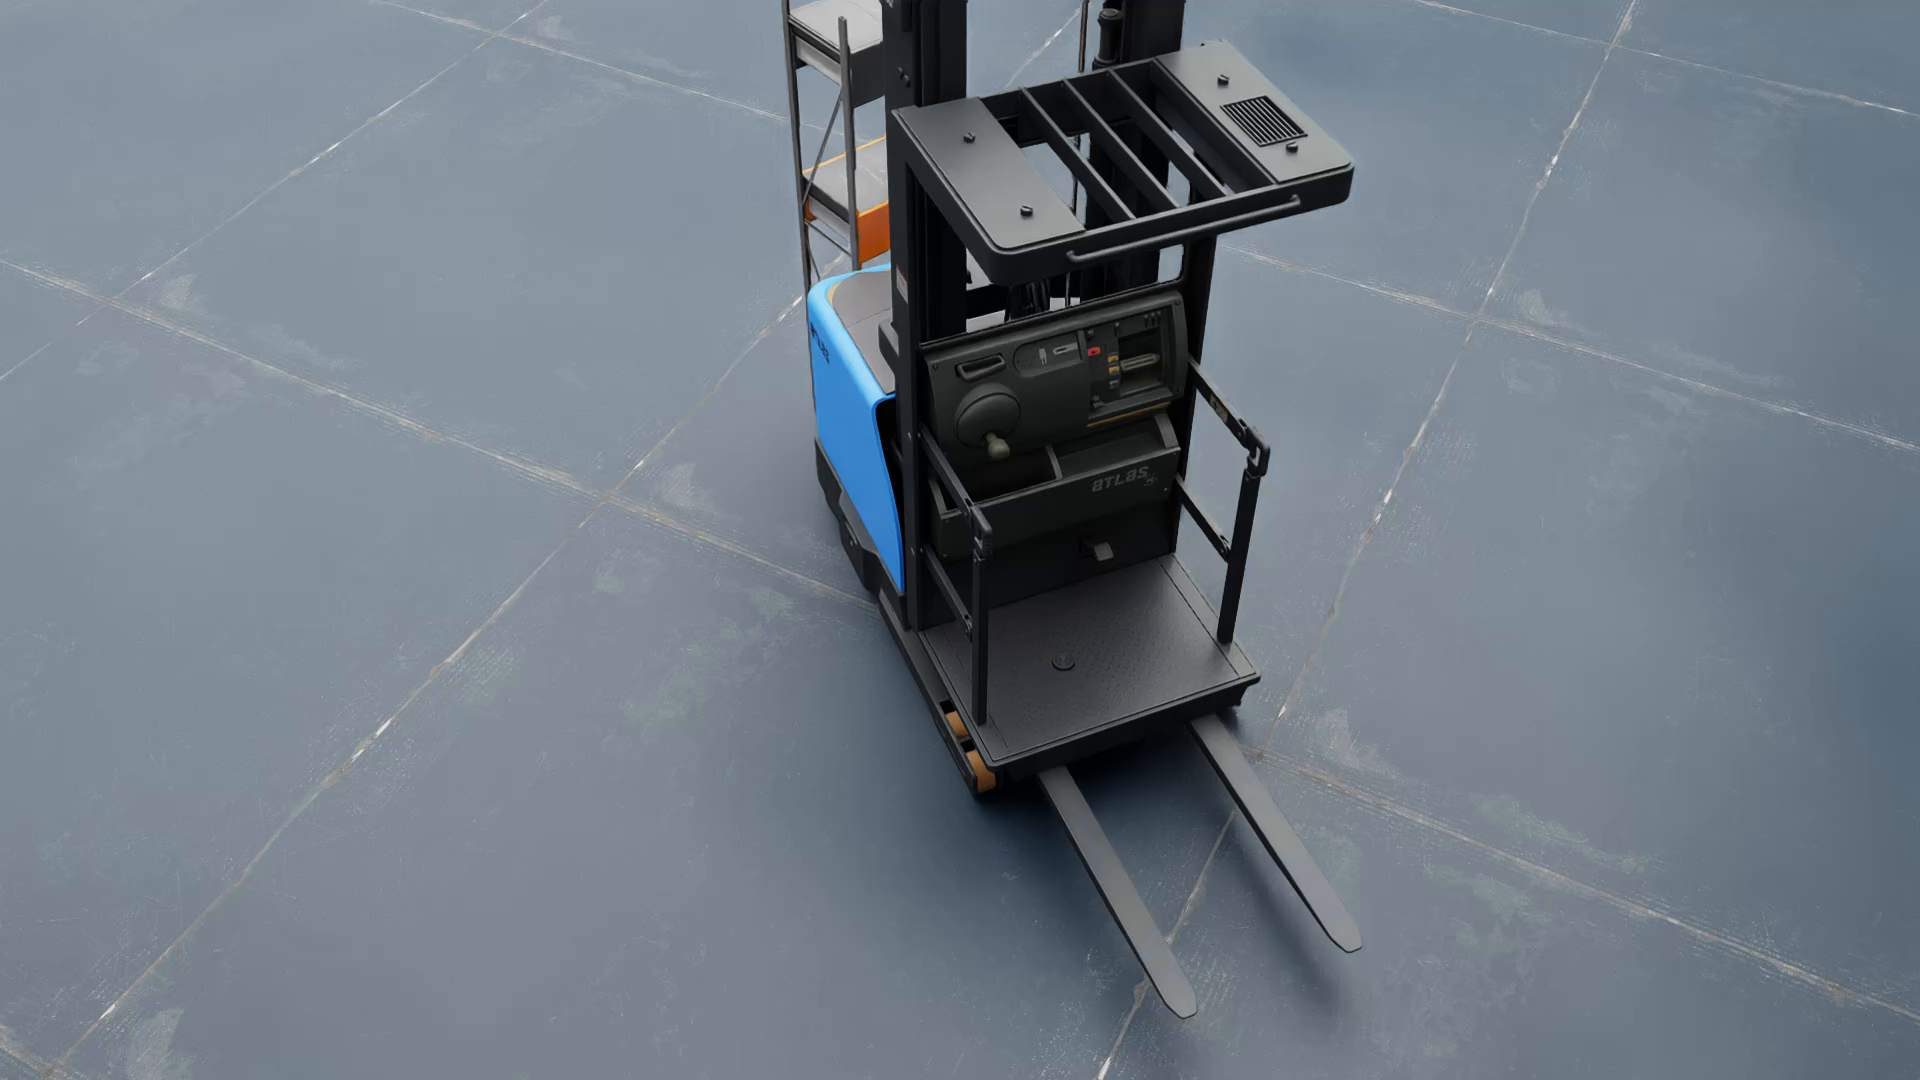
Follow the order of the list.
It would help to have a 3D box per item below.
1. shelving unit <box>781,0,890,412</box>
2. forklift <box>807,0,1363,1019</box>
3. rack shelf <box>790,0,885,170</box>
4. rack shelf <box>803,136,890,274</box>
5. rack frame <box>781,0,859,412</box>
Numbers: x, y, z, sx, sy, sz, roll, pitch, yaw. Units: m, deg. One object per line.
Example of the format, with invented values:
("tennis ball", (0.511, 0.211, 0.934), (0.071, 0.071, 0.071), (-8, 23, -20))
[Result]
("shelving unit", (-0.345, -1.331, 6.869), (0.503, 2.100, 0.431), (-30, 53, -26))
("forklift", (0.420, -0.451, 5.415), (1.130, 2.935, 3.031), (-17, 48, -16))
("rack shelf", (-0.345, -1.813, 6.381), (0.480, 0.518, 0.431), (-30, 53, -26))
("rack shelf", (-0.345, -1.321, 6.879), (0.480, 0.518, 0.431), (-30, 53, -26))
("rack frame", (-0.534, -1.221, 6.760), (0.015, 2.100, 0.400), (-30, 53, -26))
